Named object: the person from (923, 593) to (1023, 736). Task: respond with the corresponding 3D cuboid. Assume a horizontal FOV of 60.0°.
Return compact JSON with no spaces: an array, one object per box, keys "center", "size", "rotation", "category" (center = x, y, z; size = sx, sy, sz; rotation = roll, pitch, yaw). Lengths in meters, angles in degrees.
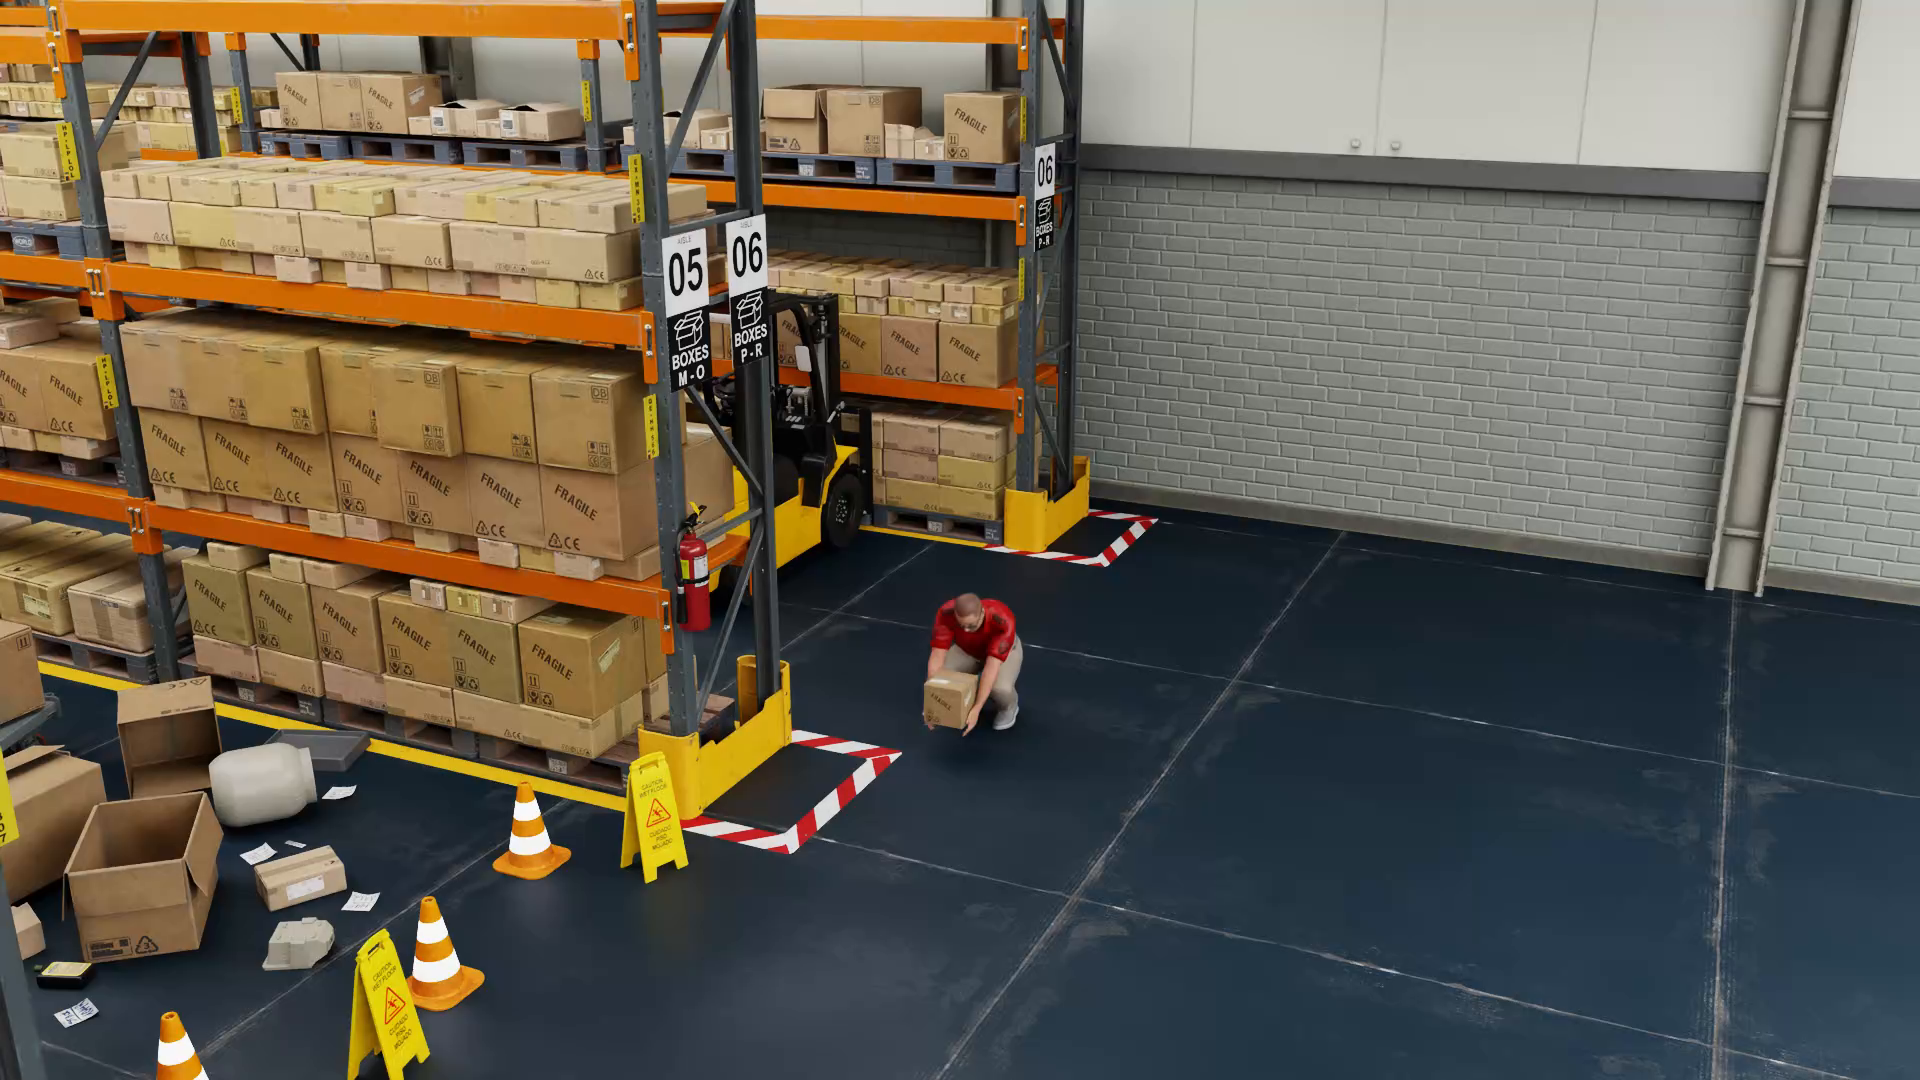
[{"center":[0.105,0.705,10.203],"size":[0.526,0.987,0.879],"rotation":[8,20,22],"category":"person"}]
